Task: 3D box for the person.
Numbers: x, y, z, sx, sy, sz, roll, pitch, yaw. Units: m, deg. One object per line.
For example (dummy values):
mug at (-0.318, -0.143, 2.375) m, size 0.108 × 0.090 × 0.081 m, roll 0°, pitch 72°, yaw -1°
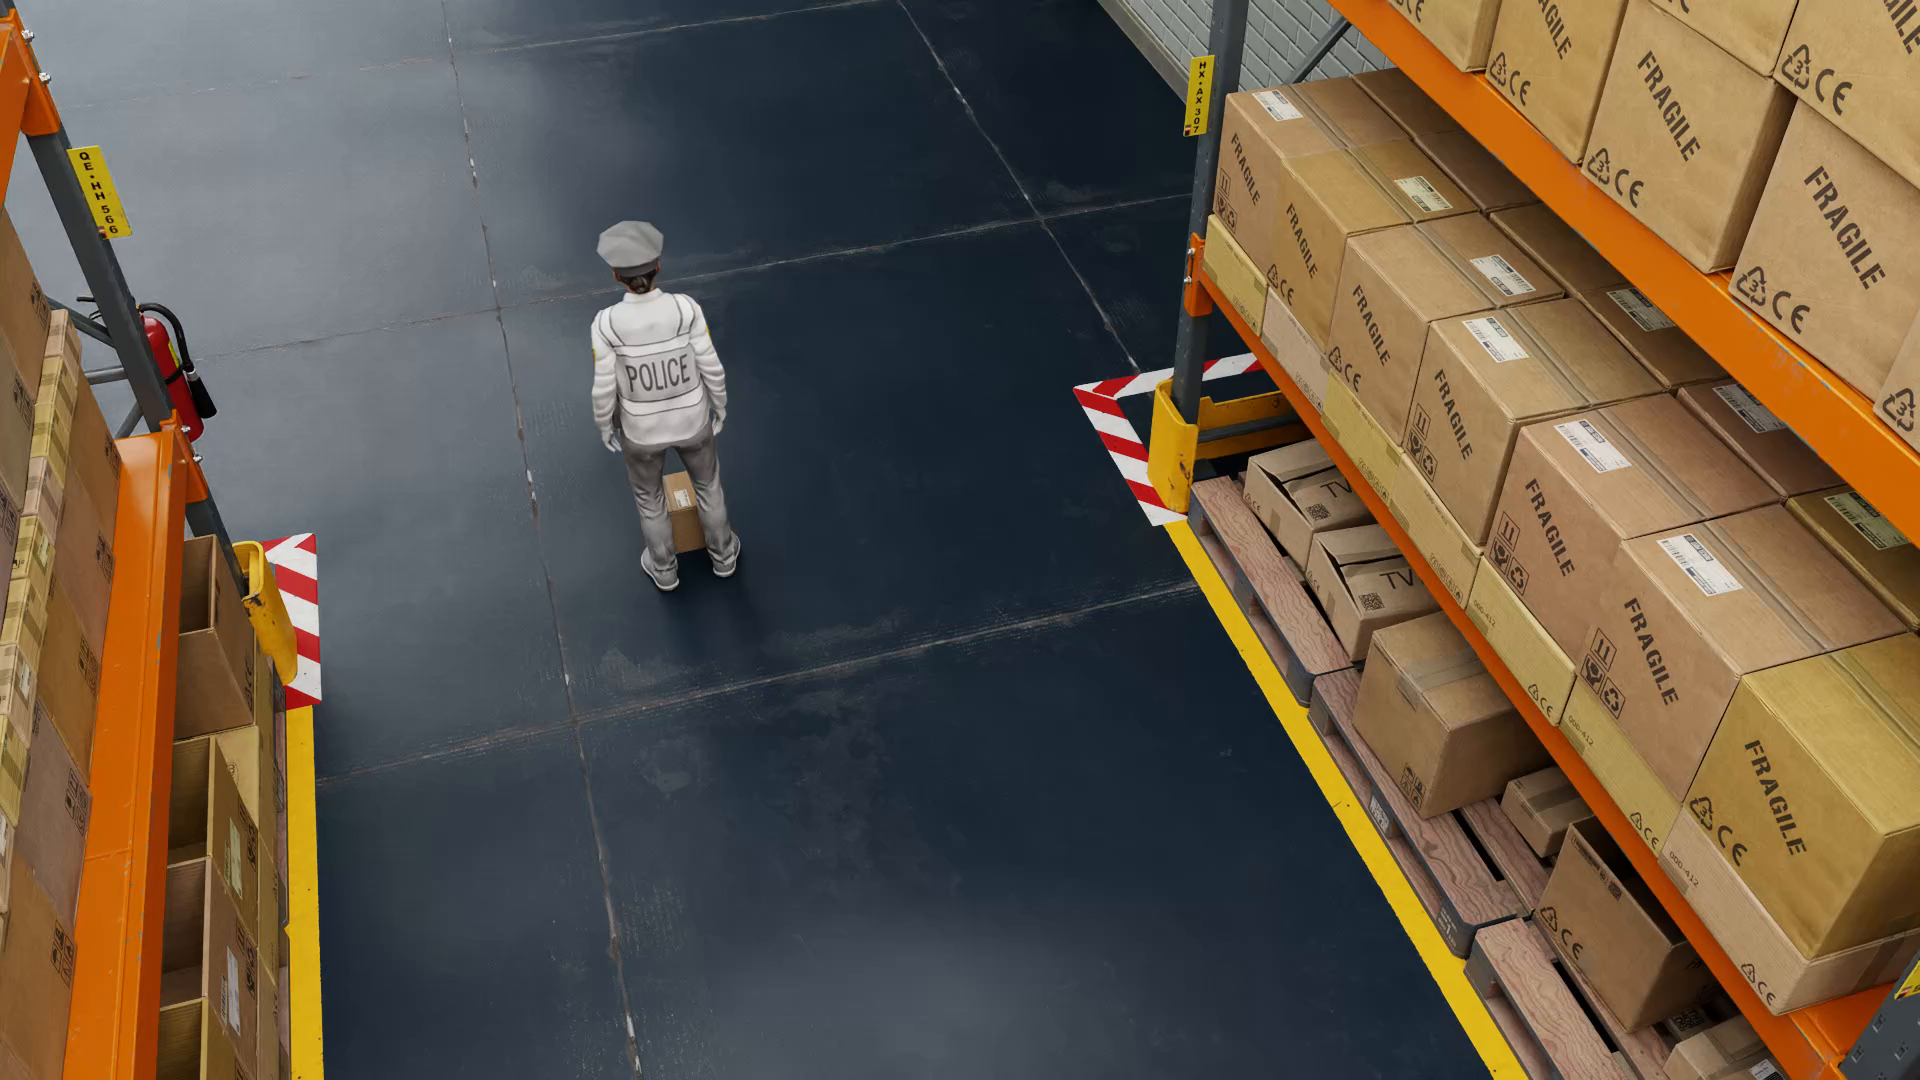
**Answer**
person at (-1.190, -0.481, 6.683) m, size 0.530 × 1.664 × 0.371 m, roll -12°, pitch 44°, yaw -12°
